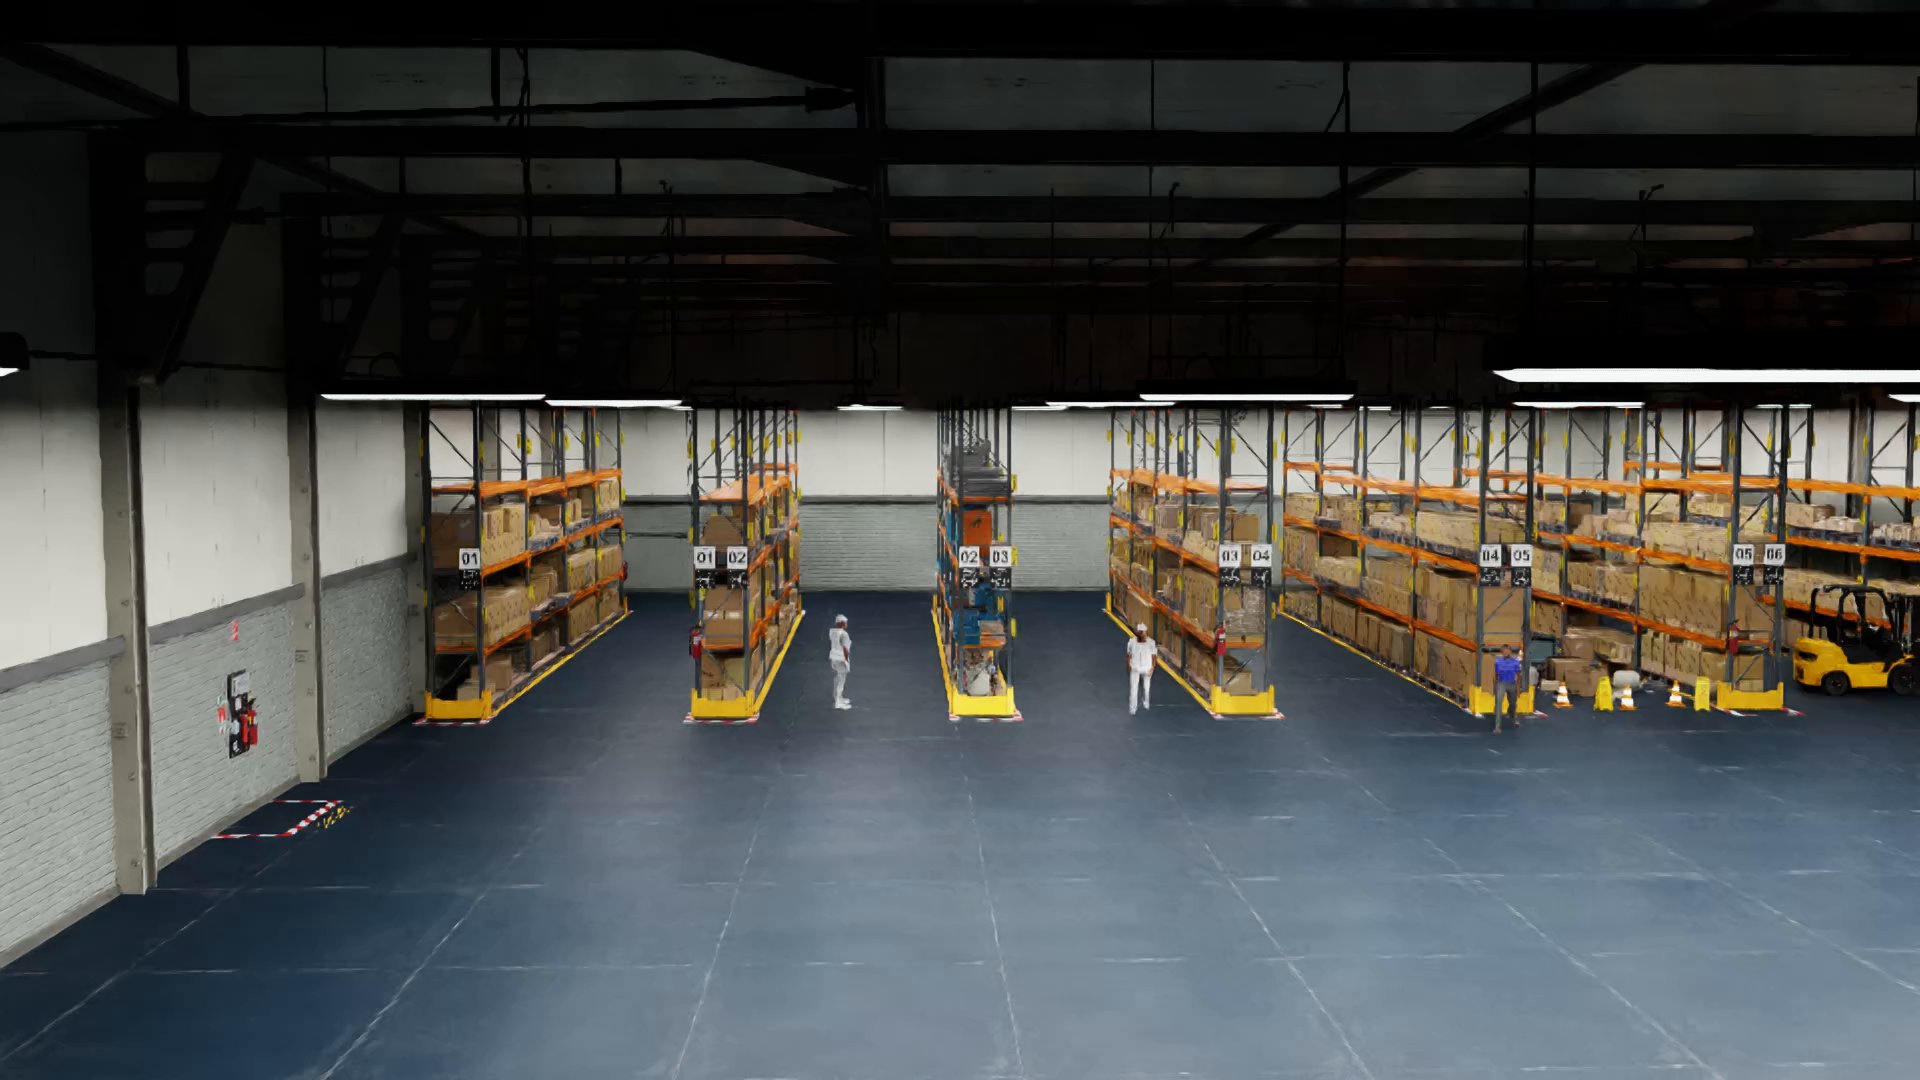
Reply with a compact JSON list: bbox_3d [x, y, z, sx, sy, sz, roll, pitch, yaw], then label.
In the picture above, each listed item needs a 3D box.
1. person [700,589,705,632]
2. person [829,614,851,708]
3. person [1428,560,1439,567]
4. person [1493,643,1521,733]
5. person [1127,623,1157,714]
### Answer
[{"bbox_3d":[-6.631,1.525,43.309,0.575,1.689,1.128,0,4,-4],"label":"person"},{"bbox_3d":[-2.282,2.323,32.225,0.475,1.789,0.637,-3,5,-31],"label":"person"},{"bbox_3d":[13.273,1.276,46.669,0.485,1.672,0.560,-1,4,-9],"label":"person"},{"bbox_3d":[9.801,2.628,29.775,0.505,1.583,0.937,1,5,19],"label":"person"},{"bbox_3d":[3.449,2.424,31.547,0.571,1.706,1.043,1,4,7],"label":"person"}]
